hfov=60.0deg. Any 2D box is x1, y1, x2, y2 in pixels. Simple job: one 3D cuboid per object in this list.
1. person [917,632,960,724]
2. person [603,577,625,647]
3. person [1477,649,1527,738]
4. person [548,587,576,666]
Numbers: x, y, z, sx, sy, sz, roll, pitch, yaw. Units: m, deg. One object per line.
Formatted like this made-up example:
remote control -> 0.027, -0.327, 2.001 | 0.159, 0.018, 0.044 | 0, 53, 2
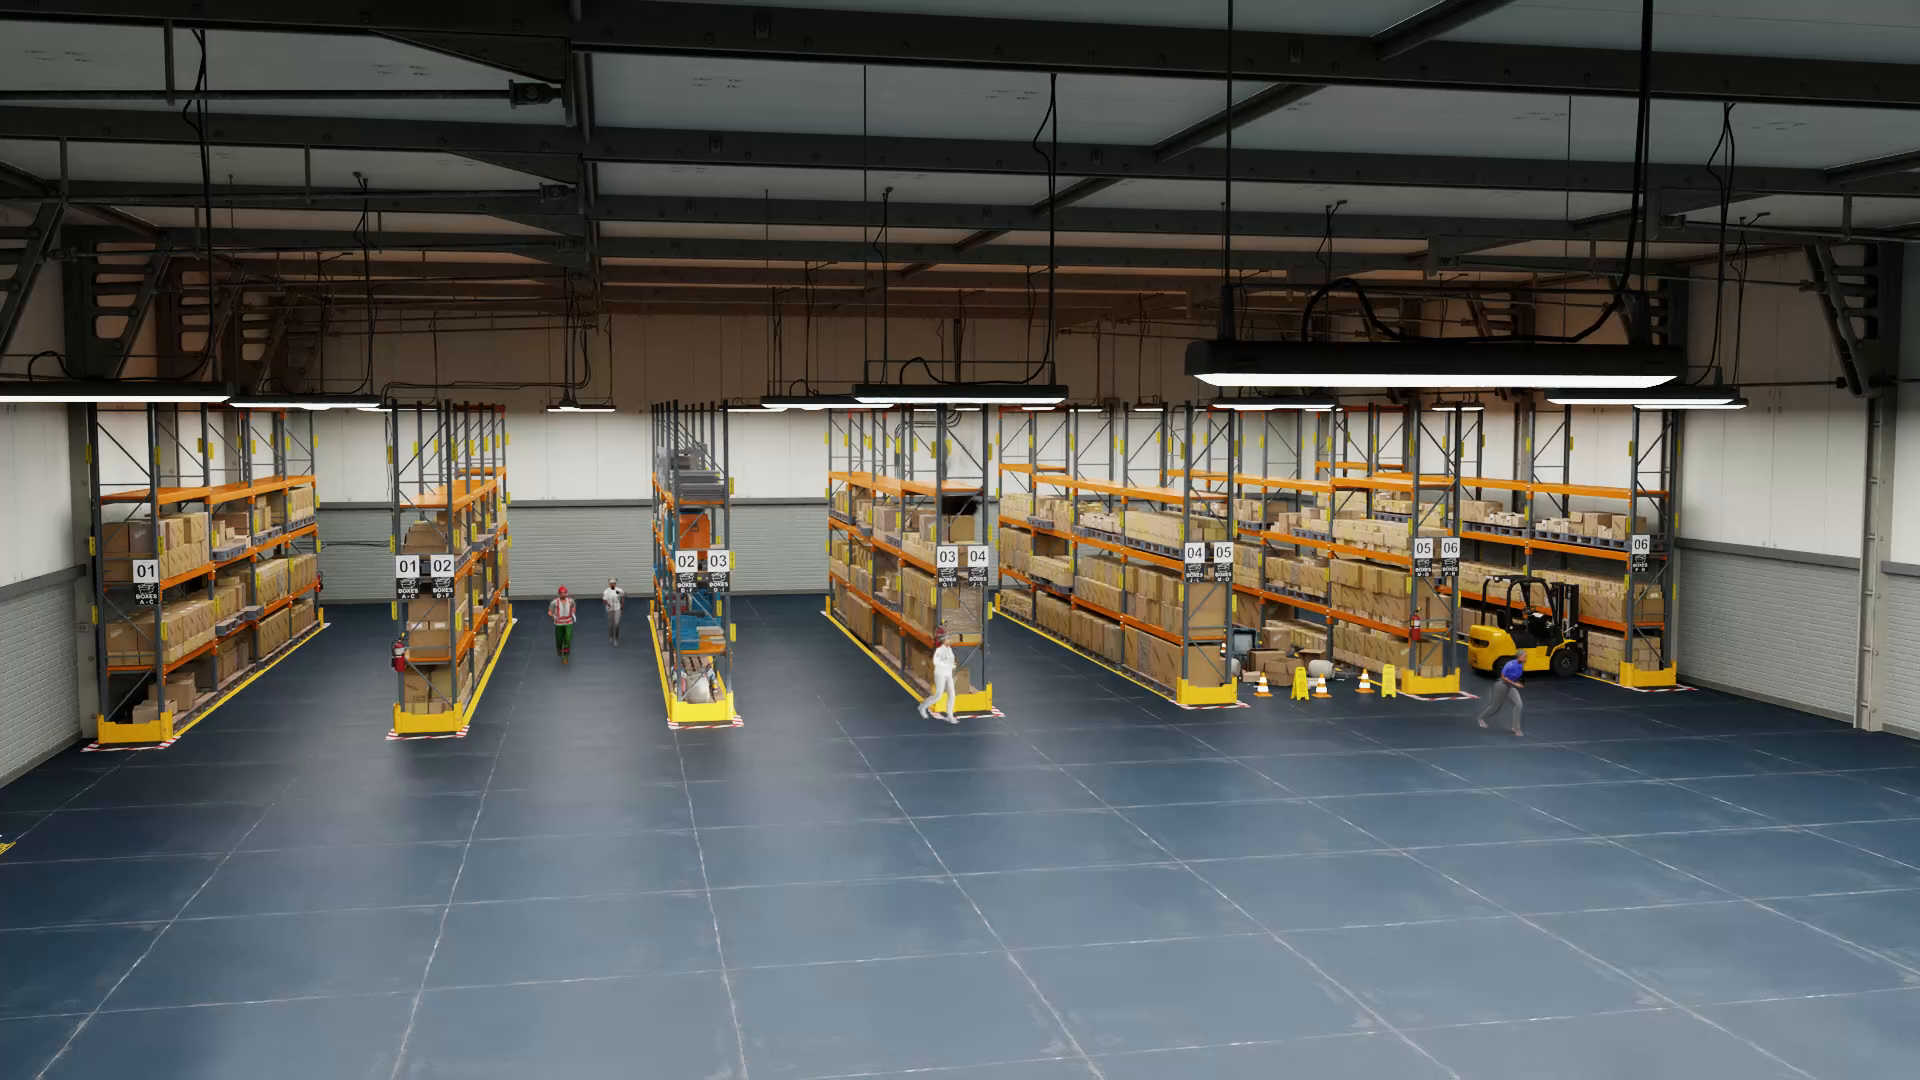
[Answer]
person -> -0.339, 2.554, 31.002 | 0.845, 1.693, 0.625 | 3, 5, 31
person -> -8.604, 1.784, 41.314 | 0.524, 1.741, 0.767 | 0, 4, -5
person -> 9.740, 2.718, 29.852 | 0.617, 1.611, 0.967 | -4, 6, -41
person -> -9.151, 1.964, 38.337 | 0.662, 1.802, 0.916 | -2, 5, -22
